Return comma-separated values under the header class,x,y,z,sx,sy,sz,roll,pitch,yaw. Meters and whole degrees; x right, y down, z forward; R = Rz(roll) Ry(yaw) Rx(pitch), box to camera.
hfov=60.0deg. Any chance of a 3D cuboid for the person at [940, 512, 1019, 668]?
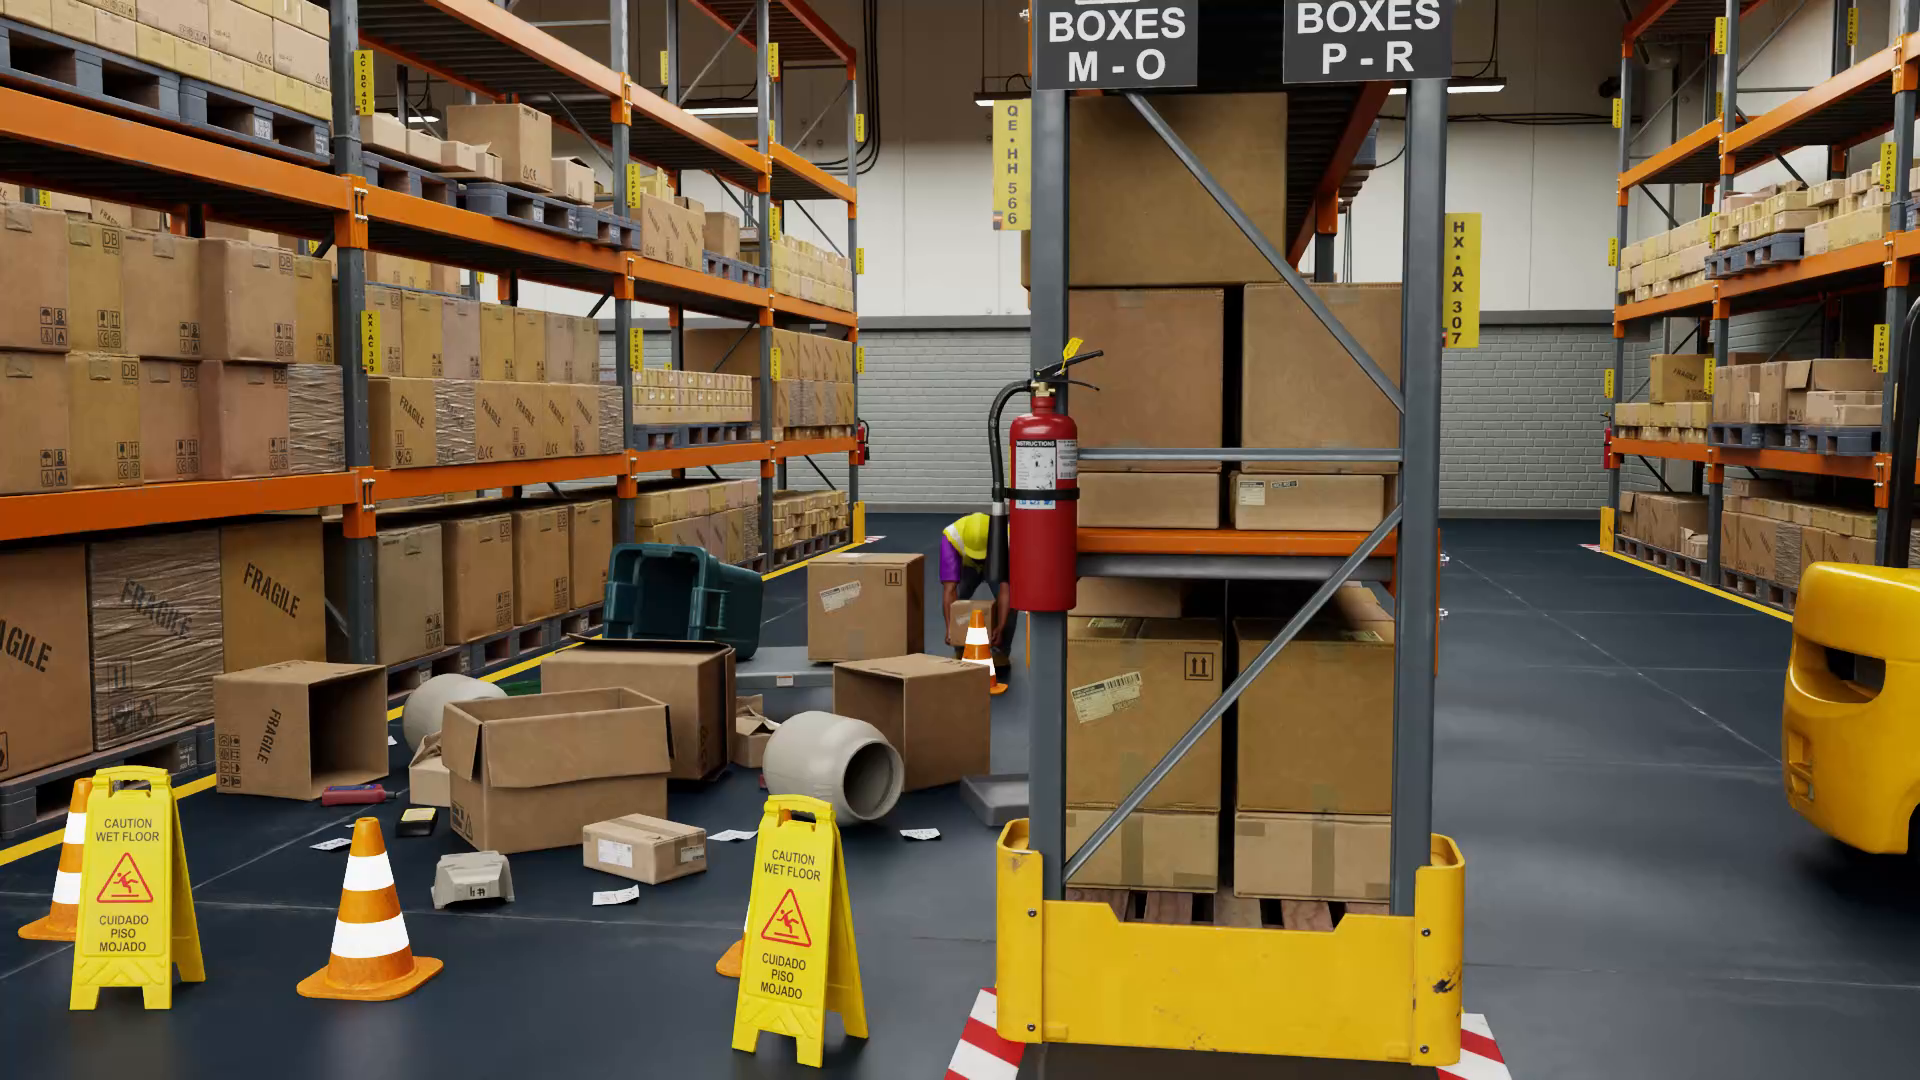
class,x,y,z,sx,sy,sz,roll,pitch,yaw
person,0.146,0.309,10.408,0.526,1.011,0.956,0,4,6
